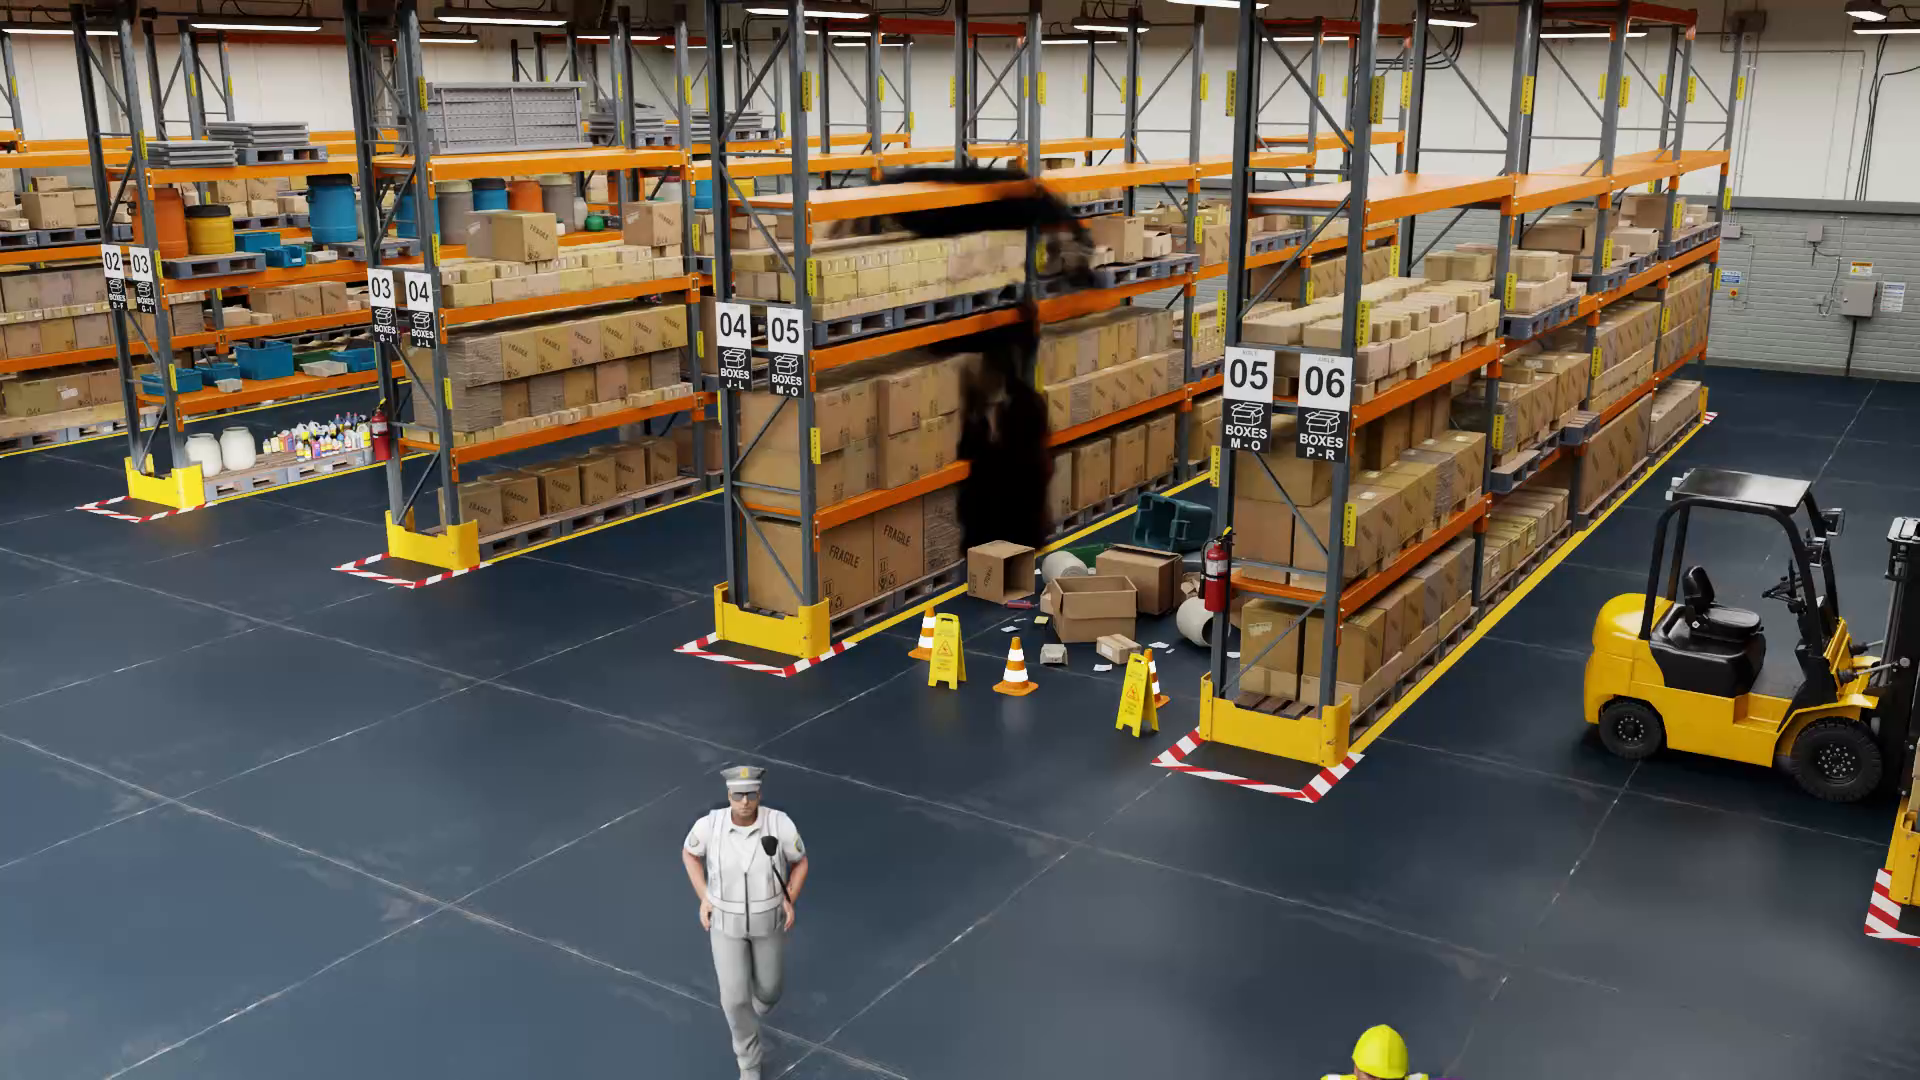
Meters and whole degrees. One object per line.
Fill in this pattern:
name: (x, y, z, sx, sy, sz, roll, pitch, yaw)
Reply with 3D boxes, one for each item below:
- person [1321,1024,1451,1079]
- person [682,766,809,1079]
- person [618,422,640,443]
person: (1.625, 2.642, 6.449, 0.733, 1.754, 0.808, 5, 16, 19)
person: (-1.129, 1.995, 8.837, 0.663, 1.775, 0.833, -2, 16, -8)
person: (-4.602, -1.904, 22.895, 0.562, 1.719, 0.824, 10, 18, 32)
